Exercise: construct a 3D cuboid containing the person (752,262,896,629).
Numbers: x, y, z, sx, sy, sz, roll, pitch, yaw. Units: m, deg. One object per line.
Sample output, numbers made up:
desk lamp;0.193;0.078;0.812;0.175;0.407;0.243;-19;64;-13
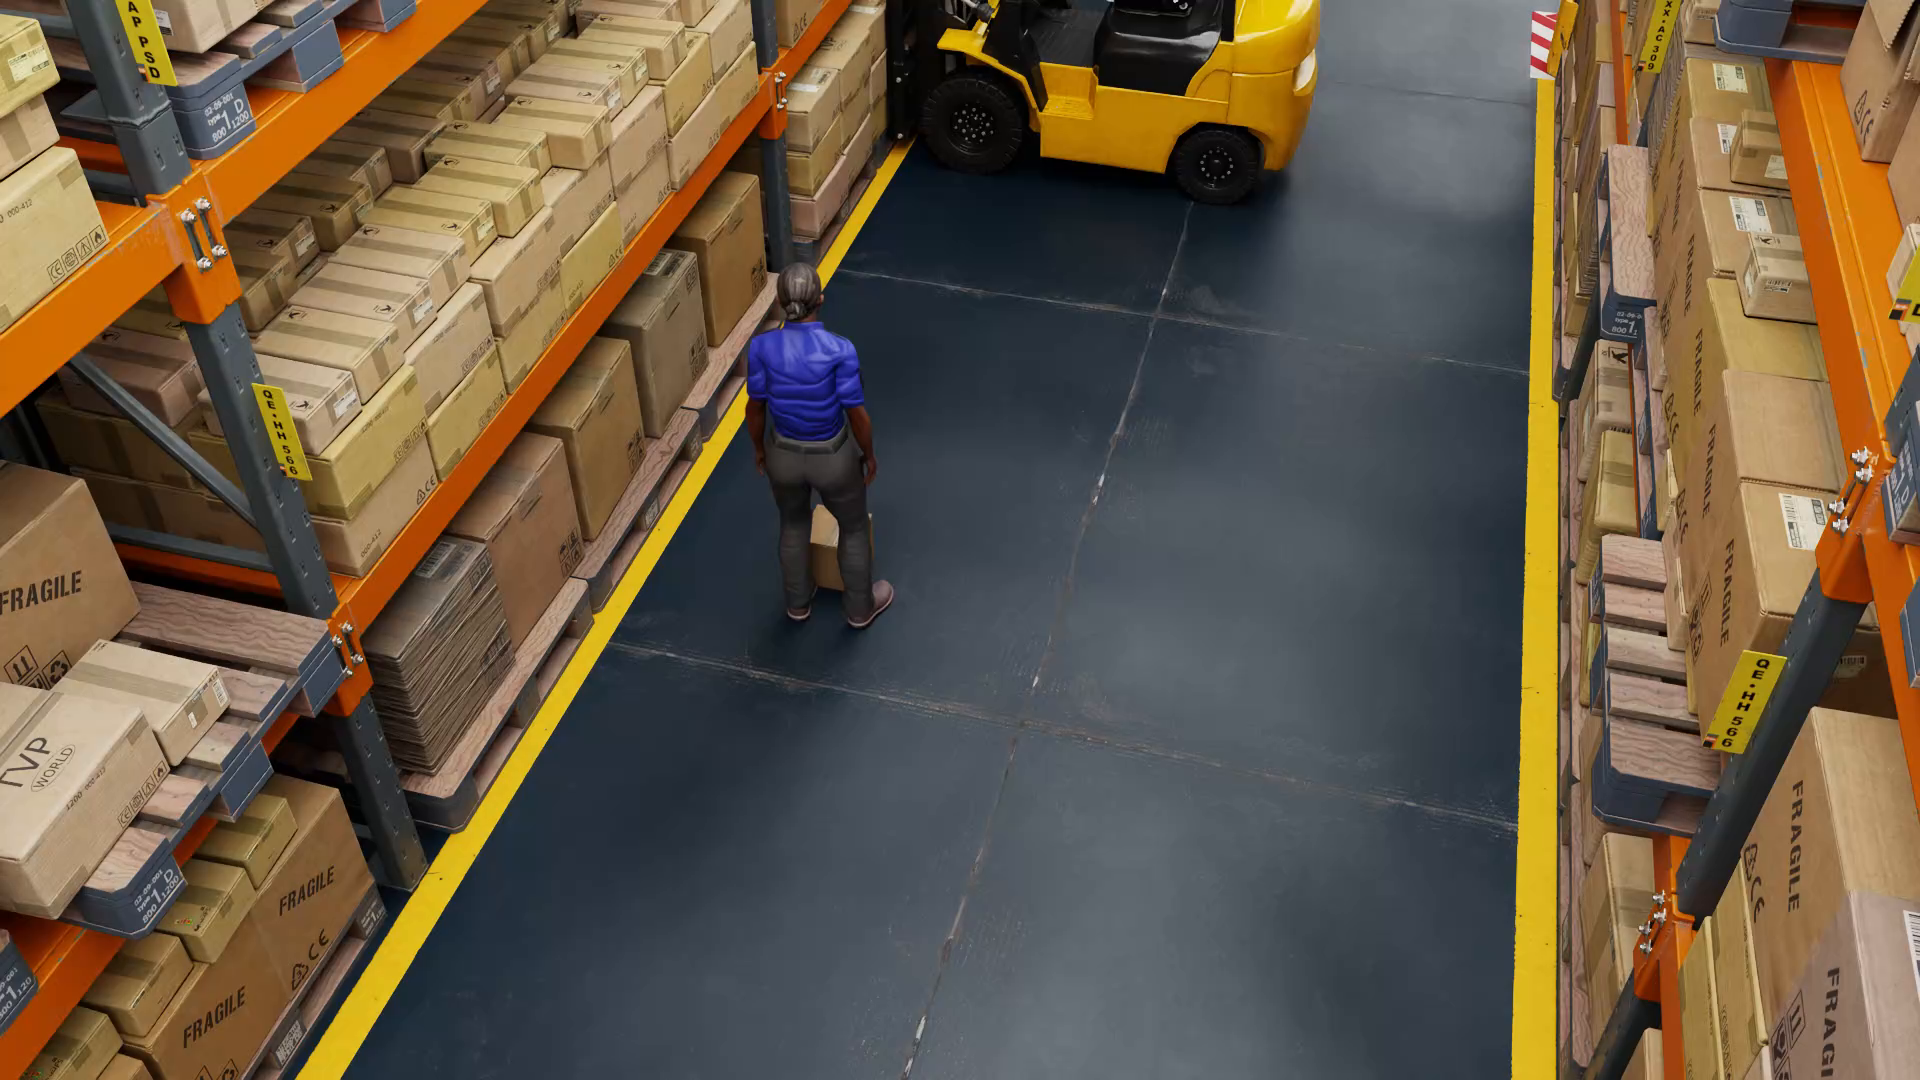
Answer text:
person;-0.539;-0.333;6.542;0.489;1.654;0.353;9;42;10
